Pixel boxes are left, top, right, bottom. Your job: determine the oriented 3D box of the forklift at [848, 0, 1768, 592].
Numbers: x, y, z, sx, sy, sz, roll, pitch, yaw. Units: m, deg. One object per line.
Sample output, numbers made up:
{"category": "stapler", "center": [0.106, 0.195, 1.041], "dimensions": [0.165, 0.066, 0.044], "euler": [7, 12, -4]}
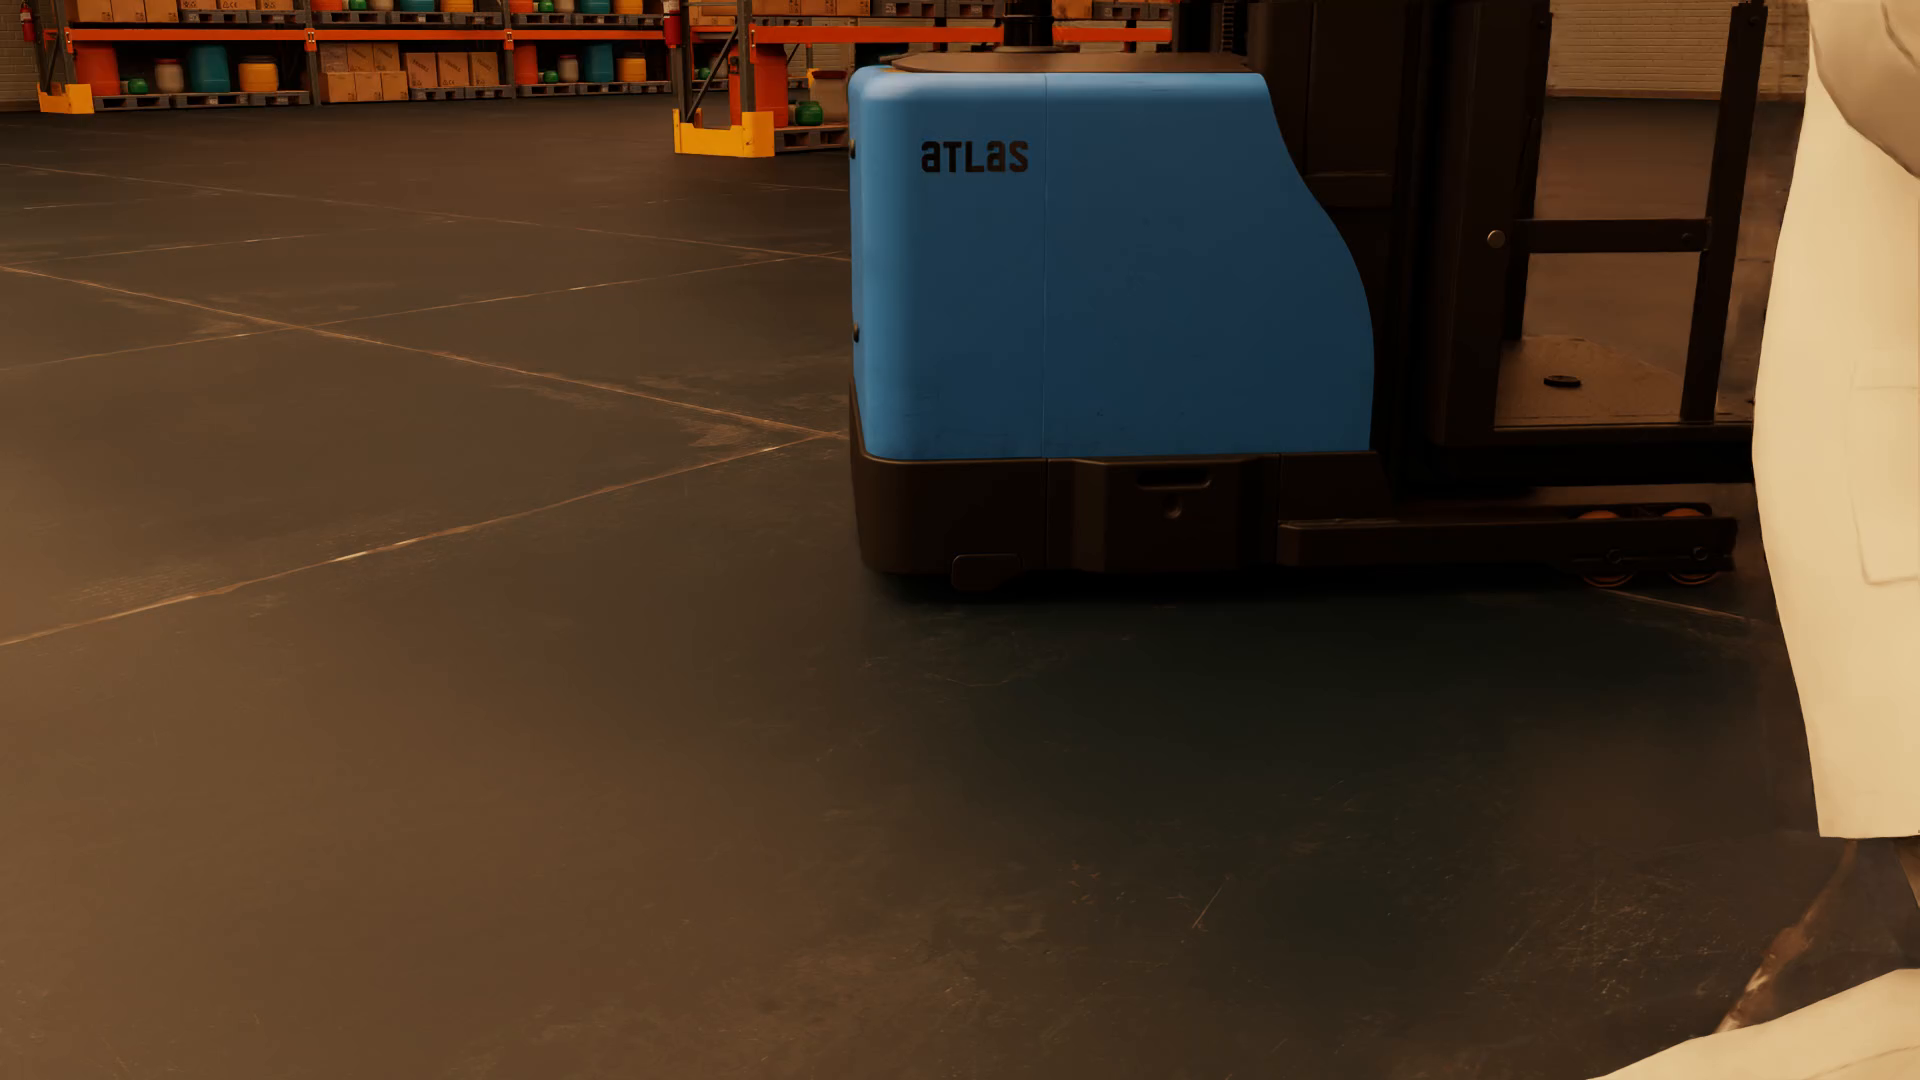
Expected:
{"category": "forklift", "center": [1.262, -1.450, 3.674], "dimensions": [3.031, 2.935, 1.130], "euler": [-2, 17, -5]}
